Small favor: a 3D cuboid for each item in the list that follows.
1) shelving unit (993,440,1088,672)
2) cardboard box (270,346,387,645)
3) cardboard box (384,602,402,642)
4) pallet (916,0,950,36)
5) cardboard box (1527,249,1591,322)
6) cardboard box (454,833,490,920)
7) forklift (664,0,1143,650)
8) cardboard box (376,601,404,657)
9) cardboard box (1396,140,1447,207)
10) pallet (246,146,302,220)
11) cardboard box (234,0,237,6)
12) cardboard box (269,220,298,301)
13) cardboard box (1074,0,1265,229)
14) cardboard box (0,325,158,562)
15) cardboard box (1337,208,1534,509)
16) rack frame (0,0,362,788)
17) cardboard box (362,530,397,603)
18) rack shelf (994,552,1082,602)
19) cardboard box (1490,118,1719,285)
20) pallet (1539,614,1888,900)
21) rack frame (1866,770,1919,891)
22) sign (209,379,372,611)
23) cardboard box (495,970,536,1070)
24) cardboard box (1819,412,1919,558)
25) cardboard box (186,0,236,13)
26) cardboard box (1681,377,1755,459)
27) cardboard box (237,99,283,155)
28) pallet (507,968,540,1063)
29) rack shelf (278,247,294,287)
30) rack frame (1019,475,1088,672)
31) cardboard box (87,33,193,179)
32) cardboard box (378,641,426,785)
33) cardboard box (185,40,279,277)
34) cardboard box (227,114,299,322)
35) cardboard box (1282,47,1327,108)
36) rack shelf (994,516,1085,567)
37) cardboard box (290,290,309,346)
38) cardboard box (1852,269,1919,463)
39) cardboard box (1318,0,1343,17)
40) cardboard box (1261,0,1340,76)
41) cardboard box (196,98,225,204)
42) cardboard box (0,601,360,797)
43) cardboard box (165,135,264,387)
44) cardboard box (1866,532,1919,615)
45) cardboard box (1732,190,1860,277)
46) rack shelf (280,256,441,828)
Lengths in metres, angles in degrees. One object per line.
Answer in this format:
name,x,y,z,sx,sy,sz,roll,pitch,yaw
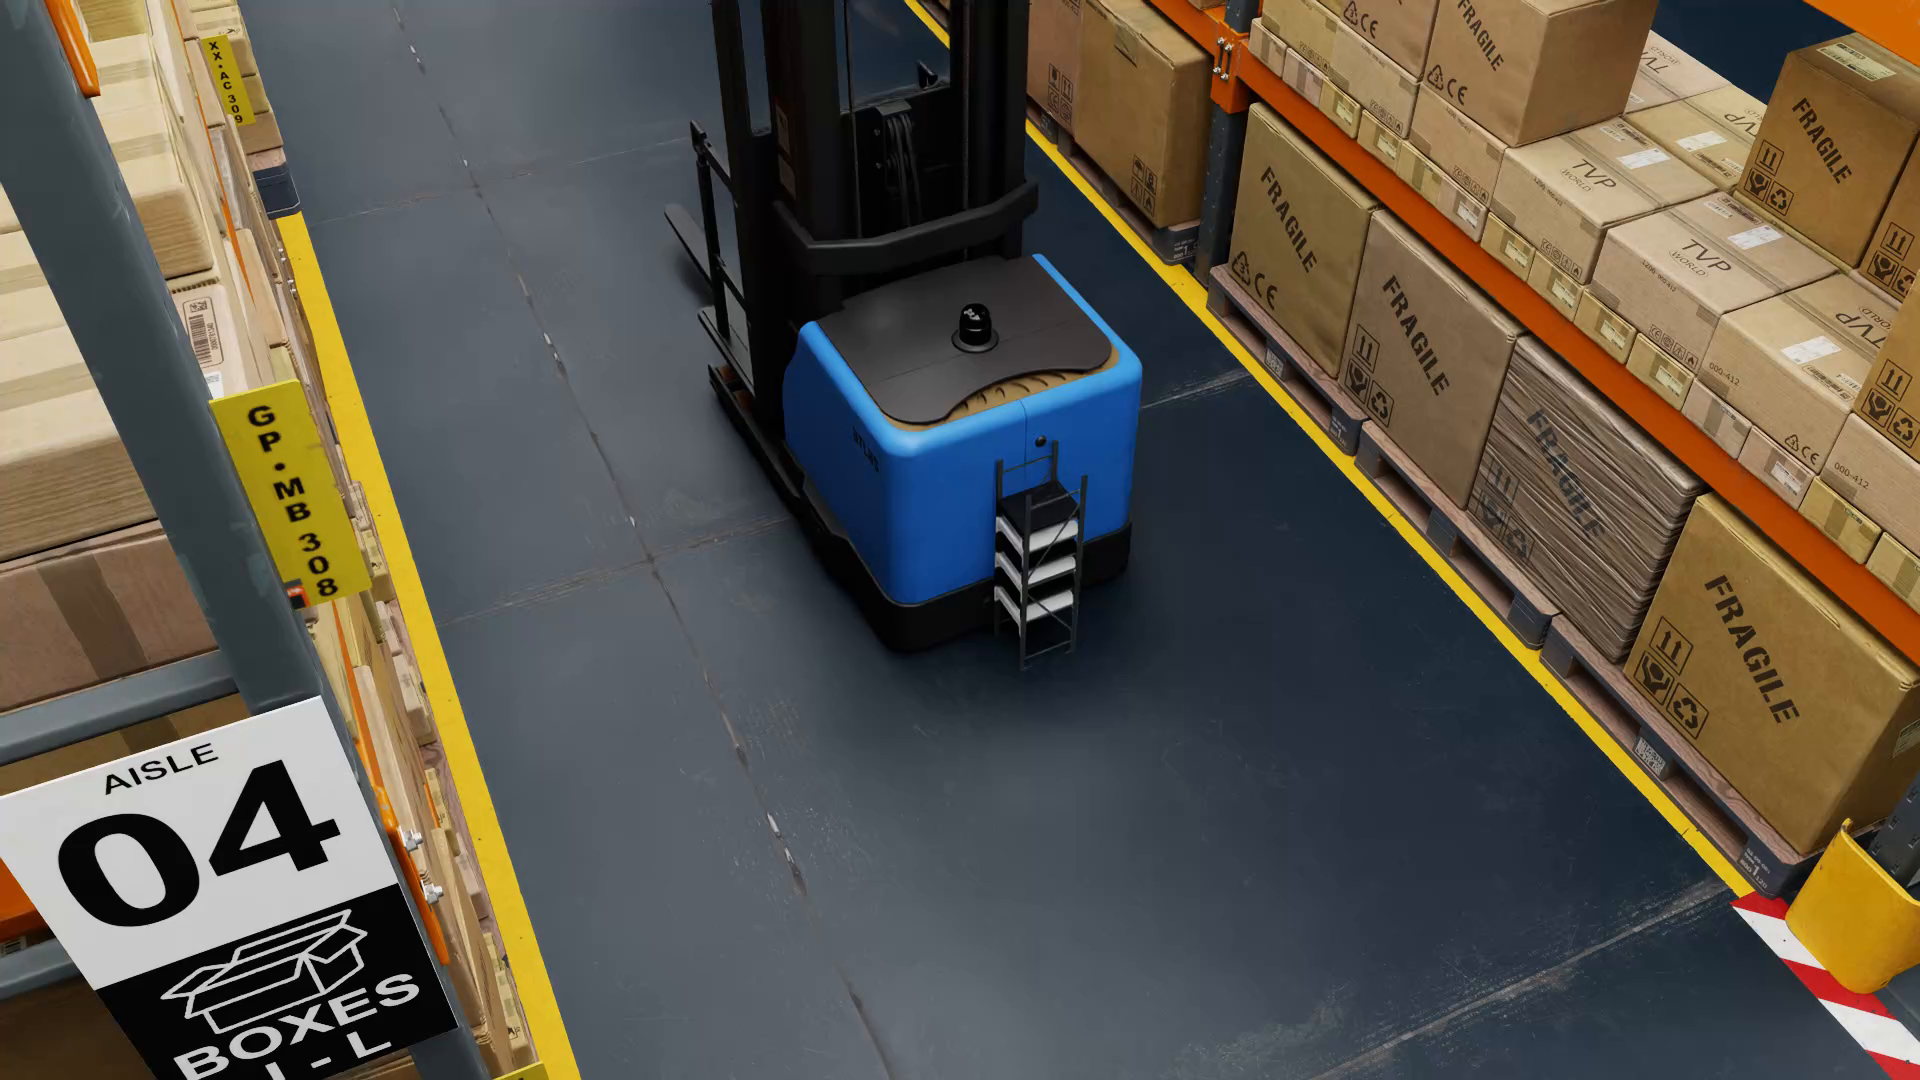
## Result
shelving unit,0.284,0.072,6.037,0.258,0.900,0.210,-20,48,-19
cardboard box,-1.619,-0.024,3.644,0.500,0.500,0.500,-19,48,-18
cardboard box,-2.259,0.300,6.041,0.380,0.149,0.250,-20,48,-19
pallet,0.188,-3.486,10.133,1.003,0.211,1.213,-18,47,-17
cardboard box,2.197,-0.920,5.725,0.380,0.149,0.250,-17,47,-17
cardboard box,-1.707,1.119,5.211,0.380,0.149,0.250,-20,48,-19
forklift,-0.452,-1.667,6.353,1.130,2.935,3.031,-20,48,-19
cardboard box,-2.060,0.391,5.525,0.380,0.149,0.250,-20,48,-19
cardboard box,1.871,-1.413,6.225,0.380,0.149,0.250,-19,48,-18
pallet,-3.126,-1.516,6.287,1.003,0.211,1.213,-18,47,-17
cardboard box,-2.904,-1.936,6.244,0.380,0.149,0.250,-17,47,-16
cardboard box,-3.007,-1.129,6.706,0.500,0.250,0.500,-20,48,-19
cardboard box,1.319,-2.249,8.108,1.225,0.875,0.875,-18,47,-17
cardboard box,-1.184,-0.113,2.060,0.380,0.149,0.250,-18,48,-18
cardboard box,2.190,-0.830,6.669,0.875,0.875,0.875,-18,47,-17
rack frame,-1.255,-0.640,0.992,1.000,3.000,0.127,-18,47,-17
cardboard box,-2.262,0.147,5.985,0.380,0.149,0.250,-20,48,-19
rack shelf,0.284,0.096,6.060,0.258,0.077,0.200,-20,48,-19
cardboard box,2.194,-1.167,5.692,0.500,0.250,0.500,-18,47,-17
pallet,2.881,0.601,5.991,1.003,0.211,1.213,-18,47,-17
rack frame,3.288,0.095,4.518,1.000,3.000,0.127,-18,47,-17
sign,-0.762,-0.044,1.901,0.100,0.325,0.005,-18,47,-17
cardboard box,-1.381,1.376,4.527,0.380,0.149,0.250,-18,47,-18
cardboard box,2.844,-0.188,4.700,0.500,0.250,0.500,-19,48,-18
cardboard box,-2.808,-1.888,5.985,0.380,0.149,0.250,-17,47,-16
cardboard box,2.520,-0.431,5.230,0.380,0.149,0.250,-17,47,-17
cardboard box,-2.685,-1.501,6.015,0.380,0.149,0.250,-20,48,-19
pallet,-1.596,1.911,4.663,1.003,0.211,1.213,-18,47,-17
rack shelf,-3.777,-2.072,7.227,1.077,0.370,4.000,-18,47,-17
rack frame,0.330,0.135,5.972,0.240,0.900,0.006,-20,48,-19
cardboard box,-1.424,-0.630,2.584,0.380,0.149,0.250,-17,47,-17
cardboard box,-1.635,0.337,3.990,0.500,0.500,0.500,-17,47,-17
cardboard box,-2.271,-1.004,4.637,0.500,0.500,0.500,-19,48,-19
cardboard box,-2.477,-0.971,5.315,0.500,0.500,0.500,-18,47,-17
cardboard box,1.539,-1.911,6.730,0.380,0.149,0.250,-20,48,-19
rack shelf,0.284,-0.033,5.934,0.258,0.077,0.200,-20,48,-19
cardboard box,-2.397,-0.720,5.522,0.380,0.149,0.250,-19,48,-18
cardboard box,2.845,-0.457,4.439,0.500,0.500,0.500,-17,47,-17
cardboard box,1.576,-2.393,6.401,0.500,0.500,0.500,-18,47,-17
cardboard box,1.566,-2.130,6.668,0.500,0.250,0.500,-19,48,-18
cardboard box,-1.864,-0.874,3.471,0.500,0.250,0.500,-18,47,-18
cardboard box,-1.211,0.119,2.465,0.500,0.250,0.500,-16,47,-16
cardboard box,-1.424,-0.386,2.621,0.500,0.250,0.500,-19,48,-18
cardboard box,2.840,0.055,4.738,0.380,0.149,0.250,-17,47,-17
cardboard box,2.899,-0.994,5.517,0.500,0.250,0.500,-20,48,-19
rack shelf,-2.095,0.477,4.643,1.077,0.370,4.000,-18,47,-17
